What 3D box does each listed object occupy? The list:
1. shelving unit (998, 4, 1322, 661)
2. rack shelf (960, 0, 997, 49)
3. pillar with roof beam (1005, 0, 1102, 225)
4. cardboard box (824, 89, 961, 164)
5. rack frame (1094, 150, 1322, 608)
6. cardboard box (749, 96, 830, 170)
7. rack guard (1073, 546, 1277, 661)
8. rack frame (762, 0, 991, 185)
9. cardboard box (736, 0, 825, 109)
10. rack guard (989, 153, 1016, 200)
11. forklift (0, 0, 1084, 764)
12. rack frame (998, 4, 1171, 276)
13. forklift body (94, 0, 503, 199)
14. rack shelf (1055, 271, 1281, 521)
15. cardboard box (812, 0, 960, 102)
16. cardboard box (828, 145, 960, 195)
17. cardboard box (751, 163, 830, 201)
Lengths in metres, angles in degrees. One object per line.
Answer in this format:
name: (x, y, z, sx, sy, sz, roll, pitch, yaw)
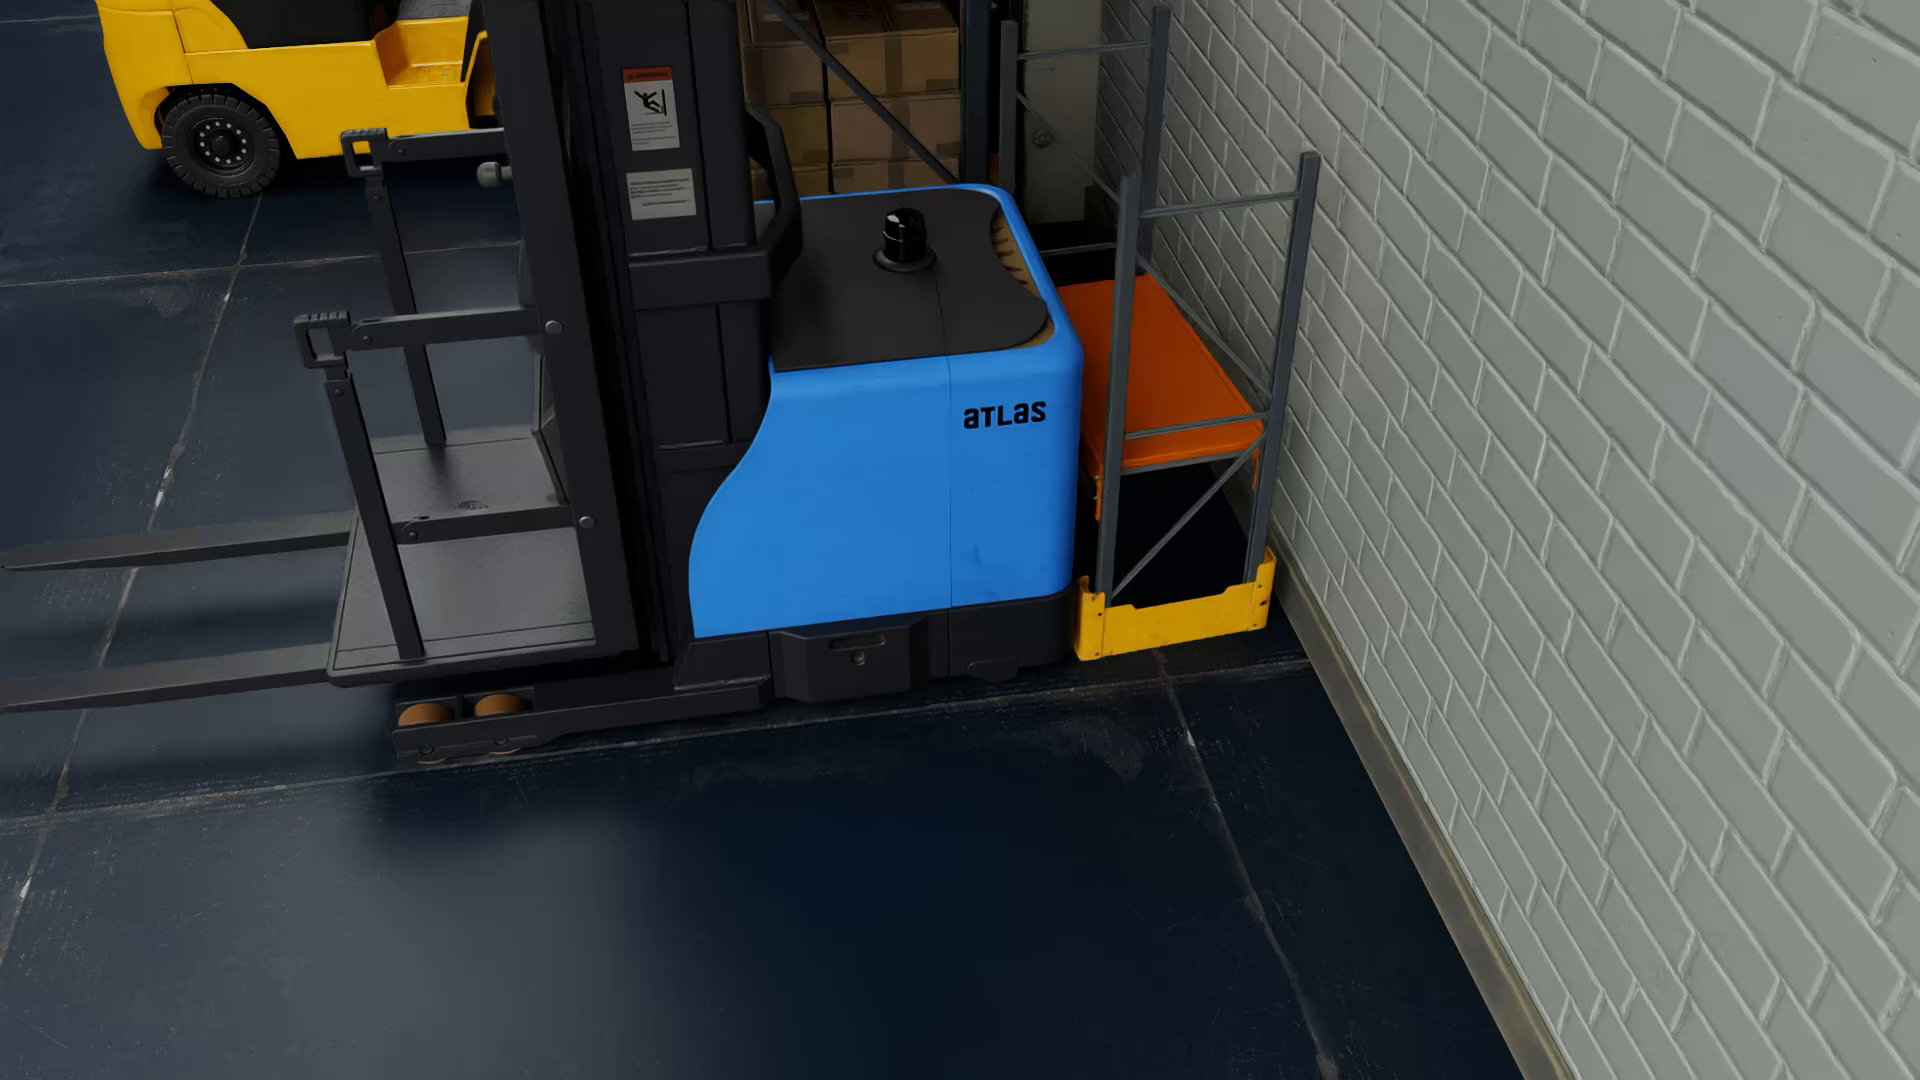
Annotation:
shelving unit: (0.490, -0.607, 4.809, 0.587, 1.500, 1.083, -9, 39, -12)
rack shelf: (-0.746, -3.043, 7.308, 1.077, 0.370, 4.000, -6, 38, -8)
pillar with roof beam: (-3.868, -4.542, 3.762, 9.100, 9.000, 0.400, -6, 38, -8)
cardboard box: (-0.273, -1.702, 6.488, 0.500, 0.250, 0.500, -6, 38, -7)
rack frame: (0.624, -0.300, 4.414, 0.500, 1.500, 0.032, -9, 39, -12)
cardboard box: (-0.788, -1.657, 6.429, 0.500, 0.250, 0.500, -7, 38, -9)
rack guard: (0.619, 0.182, 4.813, 0.587, 0.250, 0.087, -9, 39, -12)
rack frame: (-0.395, -2.119, 5.532, 1.000, 3.000, 0.127, -6, 38, -8)
cardboard box: (-0.783, -1.838, 6.255, 0.500, 0.250, 0.500, -5, 38, -6)
rack guard: (-0.391, -1.117, 6.280, 1.175, 0.500, 0.348, -6, 38, -8)
forklift: (-1.242, -0.908, 4.030, 3.031, 2.935, 1.130, -7, 38, -8)
rack frame: (0.360, -0.903, 5.190, 0.500, 1.500, 0.032, -9, 39, -12)
forklift body: (-2.524, -2.733, 7.014, 2.313, 2.155, 1.214, -6, 38, -8)
rack shelf: (0.492, -0.460, 4.912, 0.538, 0.185, 1.000, -9, 39, -12)
cardboard box: (-0.293, -1.904, 6.340, 0.500, 0.250, 0.500, -7, 38, -9)
cardboard box: (-0.289, -1.516, 6.656, 0.500, 0.250, 0.500, -6, 38, -8)
cardboard box: (-0.789, -1.449, 6.568, 0.500, 0.250, 0.500, -6, 38, -8)
